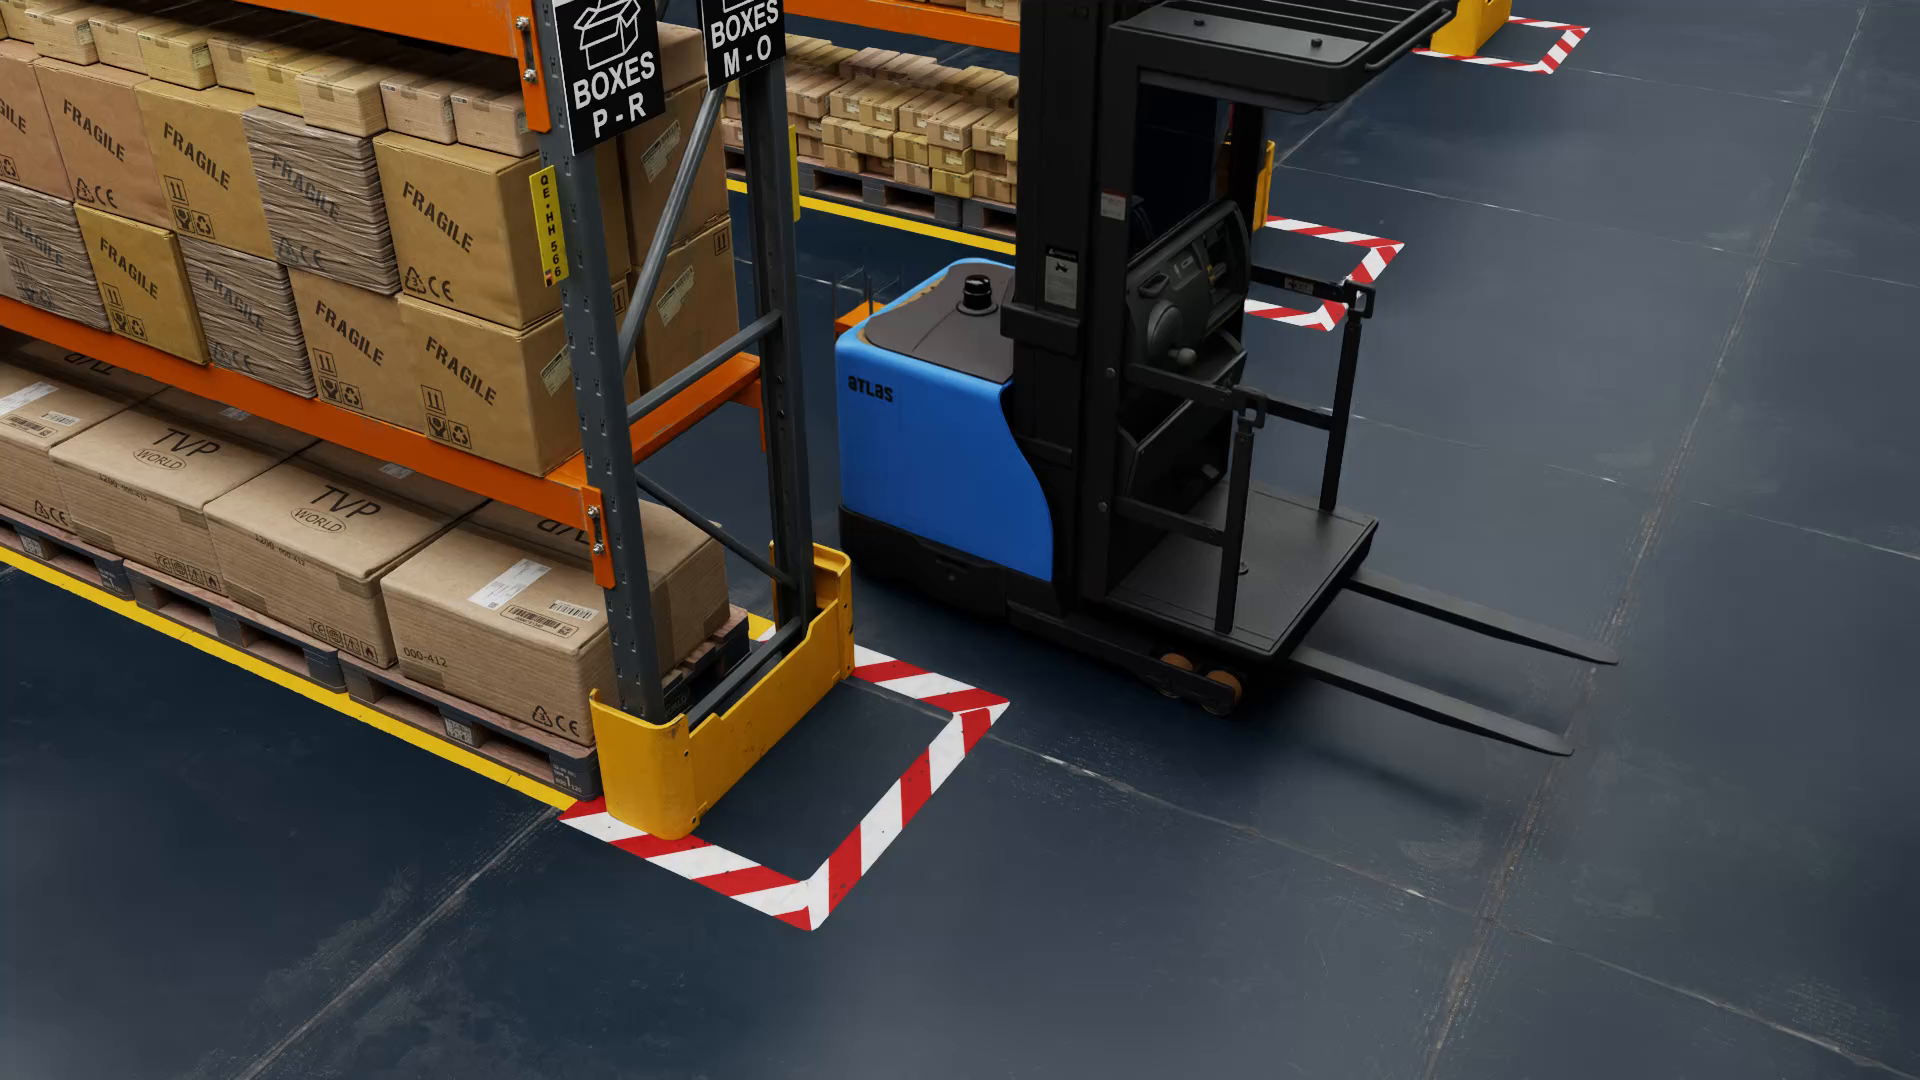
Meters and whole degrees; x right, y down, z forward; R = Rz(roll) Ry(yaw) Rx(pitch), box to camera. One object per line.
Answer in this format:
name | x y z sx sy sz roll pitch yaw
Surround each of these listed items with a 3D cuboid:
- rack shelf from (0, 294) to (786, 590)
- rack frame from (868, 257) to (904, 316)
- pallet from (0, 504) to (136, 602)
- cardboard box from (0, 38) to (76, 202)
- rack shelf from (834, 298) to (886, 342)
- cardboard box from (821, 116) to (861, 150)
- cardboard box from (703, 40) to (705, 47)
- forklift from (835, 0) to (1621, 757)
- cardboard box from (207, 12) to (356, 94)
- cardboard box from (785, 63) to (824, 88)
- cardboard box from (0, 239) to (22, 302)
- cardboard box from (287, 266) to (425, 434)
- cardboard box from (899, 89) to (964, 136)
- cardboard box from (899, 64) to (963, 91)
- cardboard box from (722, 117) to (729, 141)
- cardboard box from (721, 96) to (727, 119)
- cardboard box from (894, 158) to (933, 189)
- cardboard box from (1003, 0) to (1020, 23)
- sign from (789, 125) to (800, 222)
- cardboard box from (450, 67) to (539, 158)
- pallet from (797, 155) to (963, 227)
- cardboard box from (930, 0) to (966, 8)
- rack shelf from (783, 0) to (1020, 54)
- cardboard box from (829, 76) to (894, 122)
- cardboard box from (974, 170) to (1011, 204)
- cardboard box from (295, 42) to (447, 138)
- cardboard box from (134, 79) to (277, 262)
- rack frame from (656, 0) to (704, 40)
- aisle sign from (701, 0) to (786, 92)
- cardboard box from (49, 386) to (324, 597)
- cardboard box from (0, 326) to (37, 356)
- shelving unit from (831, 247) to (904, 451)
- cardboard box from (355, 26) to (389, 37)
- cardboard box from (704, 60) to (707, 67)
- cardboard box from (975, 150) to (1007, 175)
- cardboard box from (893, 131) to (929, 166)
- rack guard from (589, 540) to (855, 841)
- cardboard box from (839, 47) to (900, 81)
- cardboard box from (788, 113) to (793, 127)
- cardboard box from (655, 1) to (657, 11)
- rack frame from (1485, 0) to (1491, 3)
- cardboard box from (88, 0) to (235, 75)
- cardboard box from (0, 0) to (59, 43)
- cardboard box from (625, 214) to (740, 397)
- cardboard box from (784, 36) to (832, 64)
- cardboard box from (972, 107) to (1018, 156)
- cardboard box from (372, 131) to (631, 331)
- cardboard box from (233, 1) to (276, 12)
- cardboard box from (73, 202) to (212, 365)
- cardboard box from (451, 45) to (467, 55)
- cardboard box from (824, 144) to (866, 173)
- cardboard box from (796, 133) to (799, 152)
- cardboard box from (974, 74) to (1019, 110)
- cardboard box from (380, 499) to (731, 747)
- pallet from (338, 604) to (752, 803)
rack shelf | -2.583 -0.790 6.378 4.000 0.370 1.077 18 37 24
rack frame | -0.302 -0.608 7.081 0.006 1.200 0.240 20 38 27
pallet | -3.698 -0.232 7.407 1.213 0.211 1.003 18 37 24
cardboard box | -3.151 -1.561 5.896 0.500 0.500 0.500 18 38 25
rack shelf | -0.379 -0.898 6.947 0.180 0.103 0.258 20 38 27
cardboard box | -0.653 -2.569 10.326 0.250 0.149 0.380 17 37 24
cardboard box | -1.513 -3.312 11.174 0.250 0.149 0.380 19 38 26
forklift | 1.009 -0.898 5.954 3.031 2.935 1.130 20 38 27
cardboard box | -2.145 -1.553 5.298 0.250 0.149 0.380 17 37 24
cardboard box | -1.063 -2.879 10.524 0.250 0.149 0.380 17 37 23
cardboard box | -3.607 -1.285 6.384 0.500 0.500 0.500 18 38 25
cardboard box | -1.824 -0.731 5.551 0.500 0.500 0.500 17 37 23
cardboard box | -0.169 -2.590 10.089 0.250 0.149 0.380 16 37 23
cardboard box | -0.182 -2.868 10.507 0.250 0.149 0.380 18 38 25
cardboard box | -1.563 -2.709 10.805 0.250 0.149 0.380 19 38 26
cardboard box | -1.530 -2.881 10.795 0.250 0.149 0.380 18 38 25
cardboard box | -0.199 -2.304 10.197 0.250 0.149 0.380 18 38 25
cardboard box | 0.443 -3.005 9.283 0.250 0.149 0.380 19 38 26
sign | -0.566 -1.198 5.490 0.005 0.325 0.100 18 37 24
cardboard box | -1.257 -1.269 4.872 0.250 0.149 0.380 18 38 25
pallet | -0.287 -2.386 10.642 1.213 0.211 1.003 18 37 24
cardboard box | 0.024 -3.195 9.568 0.250 0.149 0.380 16 37 22
rack shelf | -0.214 -3.199 9.997 4.000 0.370 1.077 18 37 24
cardboard box | -0.605 -2.735 10.307 0.250 0.149 0.380 16 37 22
cardboard box | 0.281 -2.179 10.009 0.250 0.149 0.380 18 38 25
cardboard box | -1.755 -1.358 5.005 0.250 0.149 0.380 17 37 24
cardboard box | -2.279 -1.282 5.477 0.500 0.500 0.500 17 37 24
rack frame | -1.951 -4.049 10.624 0.127 3.000 1.000 18 37 24
aisle sign | -0.640 -1.741 4.812 0.004 0.787 0.394 18 37 24
cardboard box | -3.050 -0.277 6.893 0.875 0.438 0.875 16 37 23
cardboard box | -4.897 -1.061 7.676 0.875 0.875 0.875 19 38 26
shelving unit | -0.379 -0.636 7.122 0.189 1.200 0.258 20 38 27
cardboard box | -1.940 -1.773 5.628 0.250 0.149 0.380 18 38 25
cardboard box | -1.545 -2.986 10.684 0.250 0.149 0.380 20 38 27
cardboard box | 0.288 -2.334 9.974 0.250 0.149 0.380 17 37 24
cardboard box | -0.199 -2.426 10.112 0.250 0.149 0.380 20 38 27
rack guard | -0.825 0.508 6.036 0.348 0.500 1.175 18 37 24
cardboard box | -0.584 -3.057 10.791 0.250 0.149 0.380 16 37 22
cardboard box | -1.068 -2.756 10.607 0.250 0.149 0.380 16 37 22
cardboard box | -2.461 -3.514 11.697 0.500 0.500 0.500 19 38 26
rack frame | 4.071 -5.308 12.515 0.127 3.000 1.000 18 37 24
cardboard box | -2.611 -1.675 5.481 0.250 0.149 0.380 19 38 26
cardboard box | -3.040 -1.828 5.711 0.250 0.149 0.380 17 37 24
cardboard box | -1.120 -0.851 5.731 0.500 0.500 0.500 17 37 24
cardboard box | -1.051 -3.196 11.000 0.250 0.149 0.380 17 37 24
cardboard box | 0.266 -2.417 9.830 0.250 0.149 0.380 16 37 23
cardboard box | -1.383 -1.015 5.075 0.500 0.500 0.500 19 38 26
cardboard box | -2.342 -1.944 5.886 0.250 0.149 0.380 17 37 23
cardboard box | -2.731 -1.004 5.961 0.500 0.500 0.500 19 38 26
cardboard box | -1.449 -1.662 5.462 0.250 0.149 0.380 19 38 26
cardboard box | -0.647 -2.445 10.409 0.250 0.149 0.380 17 37 23
cardboard box | -1.076 -2.620 10.671 0.250 0.149 0.380 17 37 23
cardboard box | 0.289 -2.750 10.330 0.250 0.149 0.380 19 38 26
cardboard box | -1.469 0.219 6.147 0.875 0.438 0.875 16 37 23
pallet | -1.579 0.439 6.400 1.213 0.211 1.003 18 37 24
